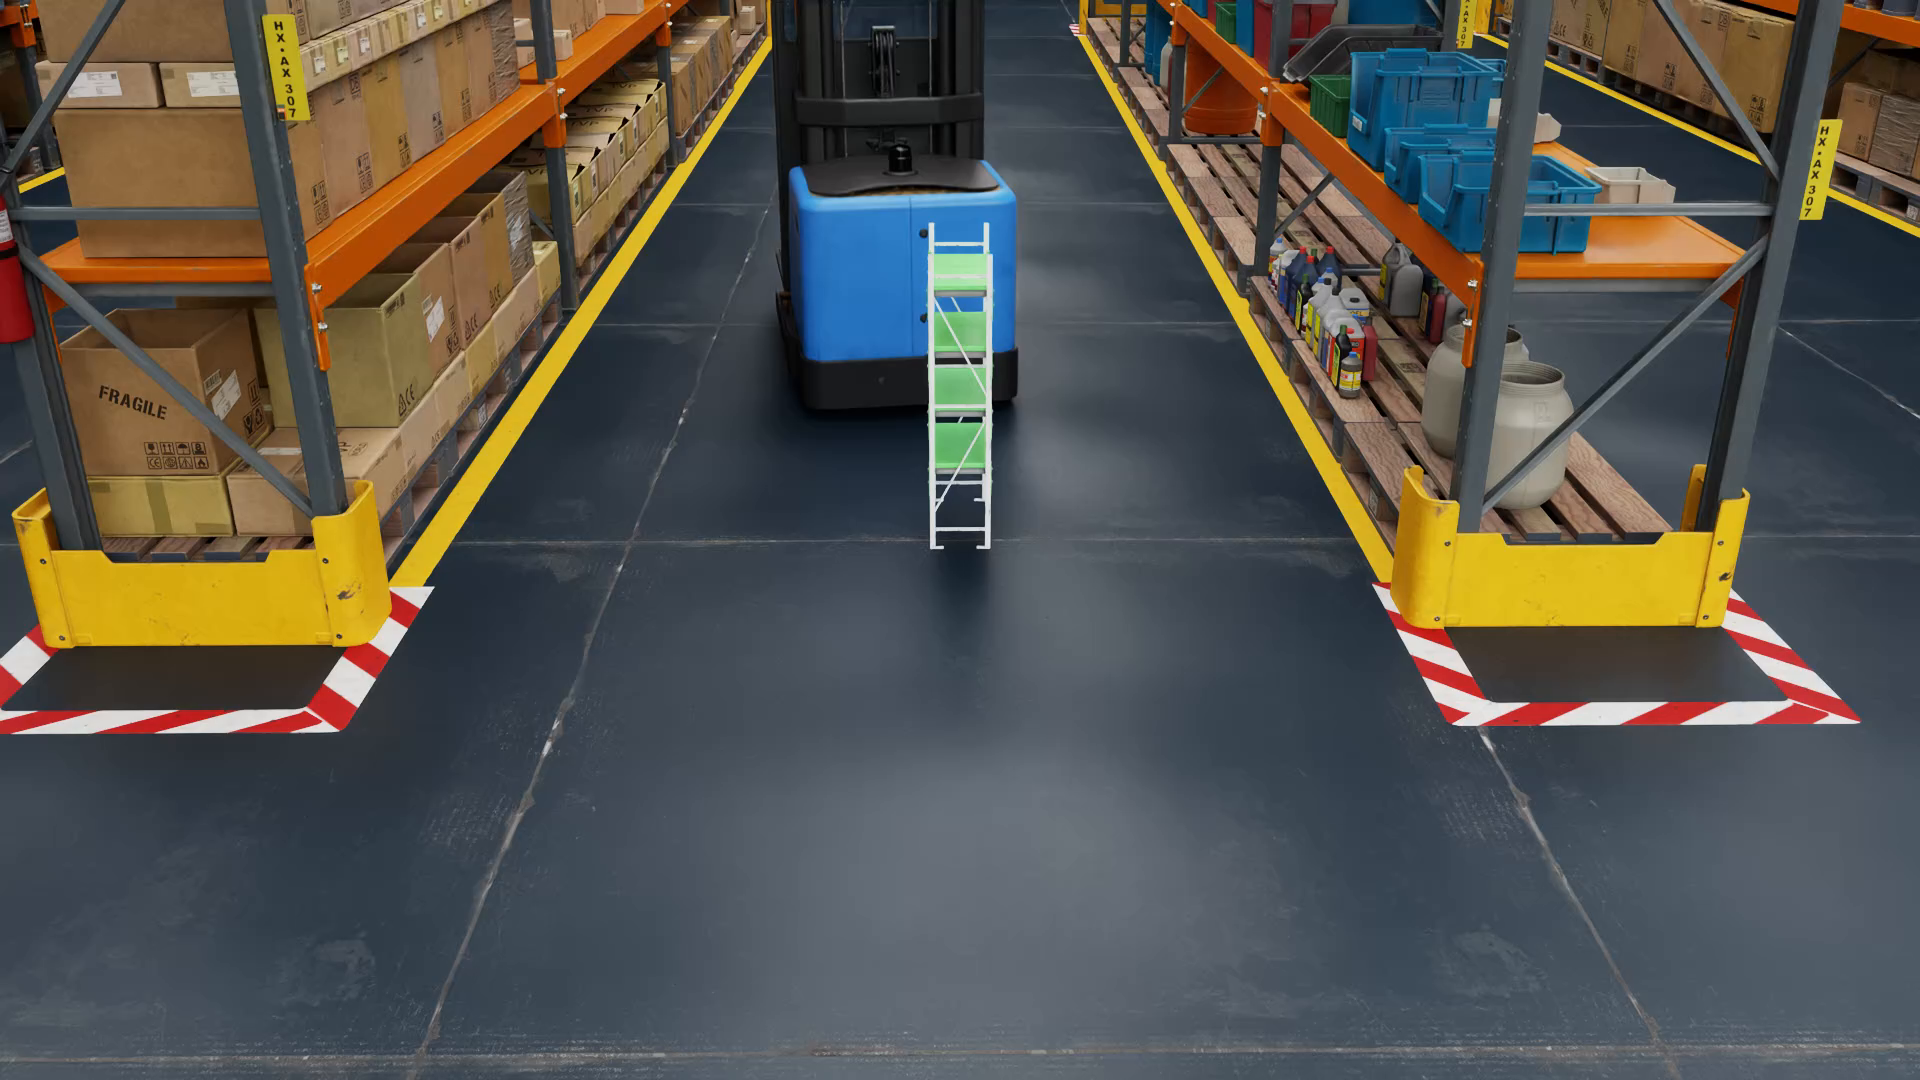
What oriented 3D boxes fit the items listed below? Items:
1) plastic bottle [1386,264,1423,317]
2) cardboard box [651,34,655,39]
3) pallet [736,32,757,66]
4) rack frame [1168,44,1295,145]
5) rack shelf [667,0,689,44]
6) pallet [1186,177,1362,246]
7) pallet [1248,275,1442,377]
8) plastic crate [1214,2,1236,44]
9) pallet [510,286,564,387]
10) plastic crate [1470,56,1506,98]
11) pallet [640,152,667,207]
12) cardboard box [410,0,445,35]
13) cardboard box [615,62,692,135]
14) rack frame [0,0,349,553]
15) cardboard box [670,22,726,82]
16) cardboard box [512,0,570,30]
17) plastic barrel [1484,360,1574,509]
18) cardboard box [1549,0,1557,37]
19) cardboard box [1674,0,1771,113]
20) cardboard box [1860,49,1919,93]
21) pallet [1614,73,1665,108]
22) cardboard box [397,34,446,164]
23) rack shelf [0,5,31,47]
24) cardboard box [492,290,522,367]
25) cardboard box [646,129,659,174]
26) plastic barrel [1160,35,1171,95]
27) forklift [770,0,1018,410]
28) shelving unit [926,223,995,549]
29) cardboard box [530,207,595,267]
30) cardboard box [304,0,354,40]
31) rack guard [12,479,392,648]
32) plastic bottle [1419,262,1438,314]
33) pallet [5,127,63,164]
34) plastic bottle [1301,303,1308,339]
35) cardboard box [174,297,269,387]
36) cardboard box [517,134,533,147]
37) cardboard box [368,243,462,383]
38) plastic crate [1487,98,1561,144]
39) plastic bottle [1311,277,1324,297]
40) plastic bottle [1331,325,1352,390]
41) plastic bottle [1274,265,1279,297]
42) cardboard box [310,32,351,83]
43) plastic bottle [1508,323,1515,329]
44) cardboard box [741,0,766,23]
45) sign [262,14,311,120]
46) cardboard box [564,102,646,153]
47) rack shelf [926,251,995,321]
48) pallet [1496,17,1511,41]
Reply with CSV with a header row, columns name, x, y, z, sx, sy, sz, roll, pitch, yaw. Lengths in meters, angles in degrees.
name,x,y,z,sx,sy,sz,roll,pitch,yaw
plastic bottle,2.368,-1.341,8.846,0.152,0.276,0.135,0,24,-1
cardboard box,-3.046,-4.447,15.441,0.500,0.500,0.500,0,24,0
pallet,-2.845,-5.528,18.716,1.003,0.211,1.213,0,24,-1
rack frame,2.175,-4.384,12.803,1.000,3.000,0.127,0,24,-1
rack shelf,-2.800,-4.859,14.727,1.077,0.370,4.000,0,24,-1
pallet,2.155,-2.292,11.562,1.003,0.211,1.213,0,24,-1
pallet,2.184,-1.188,9.121,1.003,0.211,1.213,0,24,-1
plastic crate,1.917,-3.355,10.786,0.450,0.188,0.662,0,24,-1
pallet,-2.768,-1.116,8.962,1.003,0.211,1.213,0,24,-1
plastic crate,2.502,-2.213,8.183,0.499,0.251,0.616,0,24,-1
pallet,-2.809,-2.753,12.581,1.003,0.211,1.213,0,24,-1
cardboard box,-2.500,-2.312,7.314,0.380,0.149,0.250,1,24,1
cardboard box,-2.498,-3.613,13.599,0.500,0.500,0.500,1,24,2
rack frame,-2.691,-1.067,5.468,1.000,3.000,0.127,0,24,-1
cardboard box,-2.533,-4.667,15.929,0.500,0.500,0.500,0,24,0
cardboard box,-2.733,-3.294,10.272,0.500,0.500,0.500,1,24,3
plastic barrel,2.178,-0.416,6.539,0.421,0.512,0.421,0,24,0
cardboard box,7.137,-6.287,19.081,0.875,0.875,0.875,0,24,-1
cardboard box,7.138,-4.281,14.644,1.225,0.875,0.875,0,24,0
cardboard box,7.165,-3.533,12.512,0.500,0.250,0.500,1,24,2
pallet,7.167,-4.466,16.369,1.003,0.211,1.213,0,24,-1
cardboard box,-2.703,-1.942,7.284,0.700,0.500,0.500,0,24,1
rack shelf,-7.710,-3.187,11.030,1.077,0.370,4.000,0,24,-1
cardboard box,-2.496,-1.051,8.261,0.500,0.250,0.500,0,24,-1
cardboard box,-2.520,-2.874,12.291,0.500,0.250,0.500,-1,24,-1
plastic barrel,2.044,-4.341,15.217,0.421,0.512,0.421,0,24,0
forklift,-0.457,-2.536,8.799,1.130,2.935,3.031,-4,25,-8
shelving unit,-0.002,-0.615,6.654,0.258,1.200,0.503,0,24,-1
cardboard box,-2.492,-1.821,9.963,0.500,0.250,0.500,-1,24,-2
cardboard box,-2.695,-2.134,6.133,0.700,0.500,0.500,-1,24,-2
rack guard,-2.691,0.082,5.961,1.175,0.500,0.348,0,24,-1
plastic bottle,2.516,-1.386,8.855,0.144,0.351,0.185,-1,24,-3
pallet,-7.665,-3.394,13.998,1.003,0.211,1.213,0,24,-1
plastic bottle,1.794,-1.132,8.475,0.097,0.201,0.097,0,24,0
cardboard box,-3.020,-0.978,7.190,0.500,0.500,0.500,0,24,-1
cardboard box,-3.041,-2.494,10.772,0.500,0.311,0.500,0,24,-1
cardboard box,-2.500,-0.981,7.196,0.500,0.500,0.500,0,24,-1
plastic crate,2.489,-1.947,7.736,0.530,0.136,0.437,0,24,-1
plastic bottle,1.853,-1.220,8.585,0.097,0.271,0.097,0,24,0
plastic bottle,1.784,-0.853,7.758,0.061,0.283,0.133,0,24,1
plastic bottle,1.786,-1.444,9.164,0.097,0.201,0.097,0,24,0
cardboard box,-2.487,-1.782,6.141,0.380,0.149,0.250,0,24,0
plastic bottle,2.569,-0.892,7.845,0.061,0.283,0.133,0,24,0
cardboard box,-2.614,-6.498,19.977,0.500,0.500,0.500,0,24,-1
sign,-2.136,-1.497,5.274,0.100,0.325,0.005,0,24,-1
cardboard box,-2.512,-2.920,11.713,0.500,0.311,0.500,0,24,-1
rack shelf,-0.002,-0.994,6.482,0.258,0.148,0.480,0,24,-1
pallet,7.127,-6.103,19.988,1.003,0.211,1.213,0,24,-1
